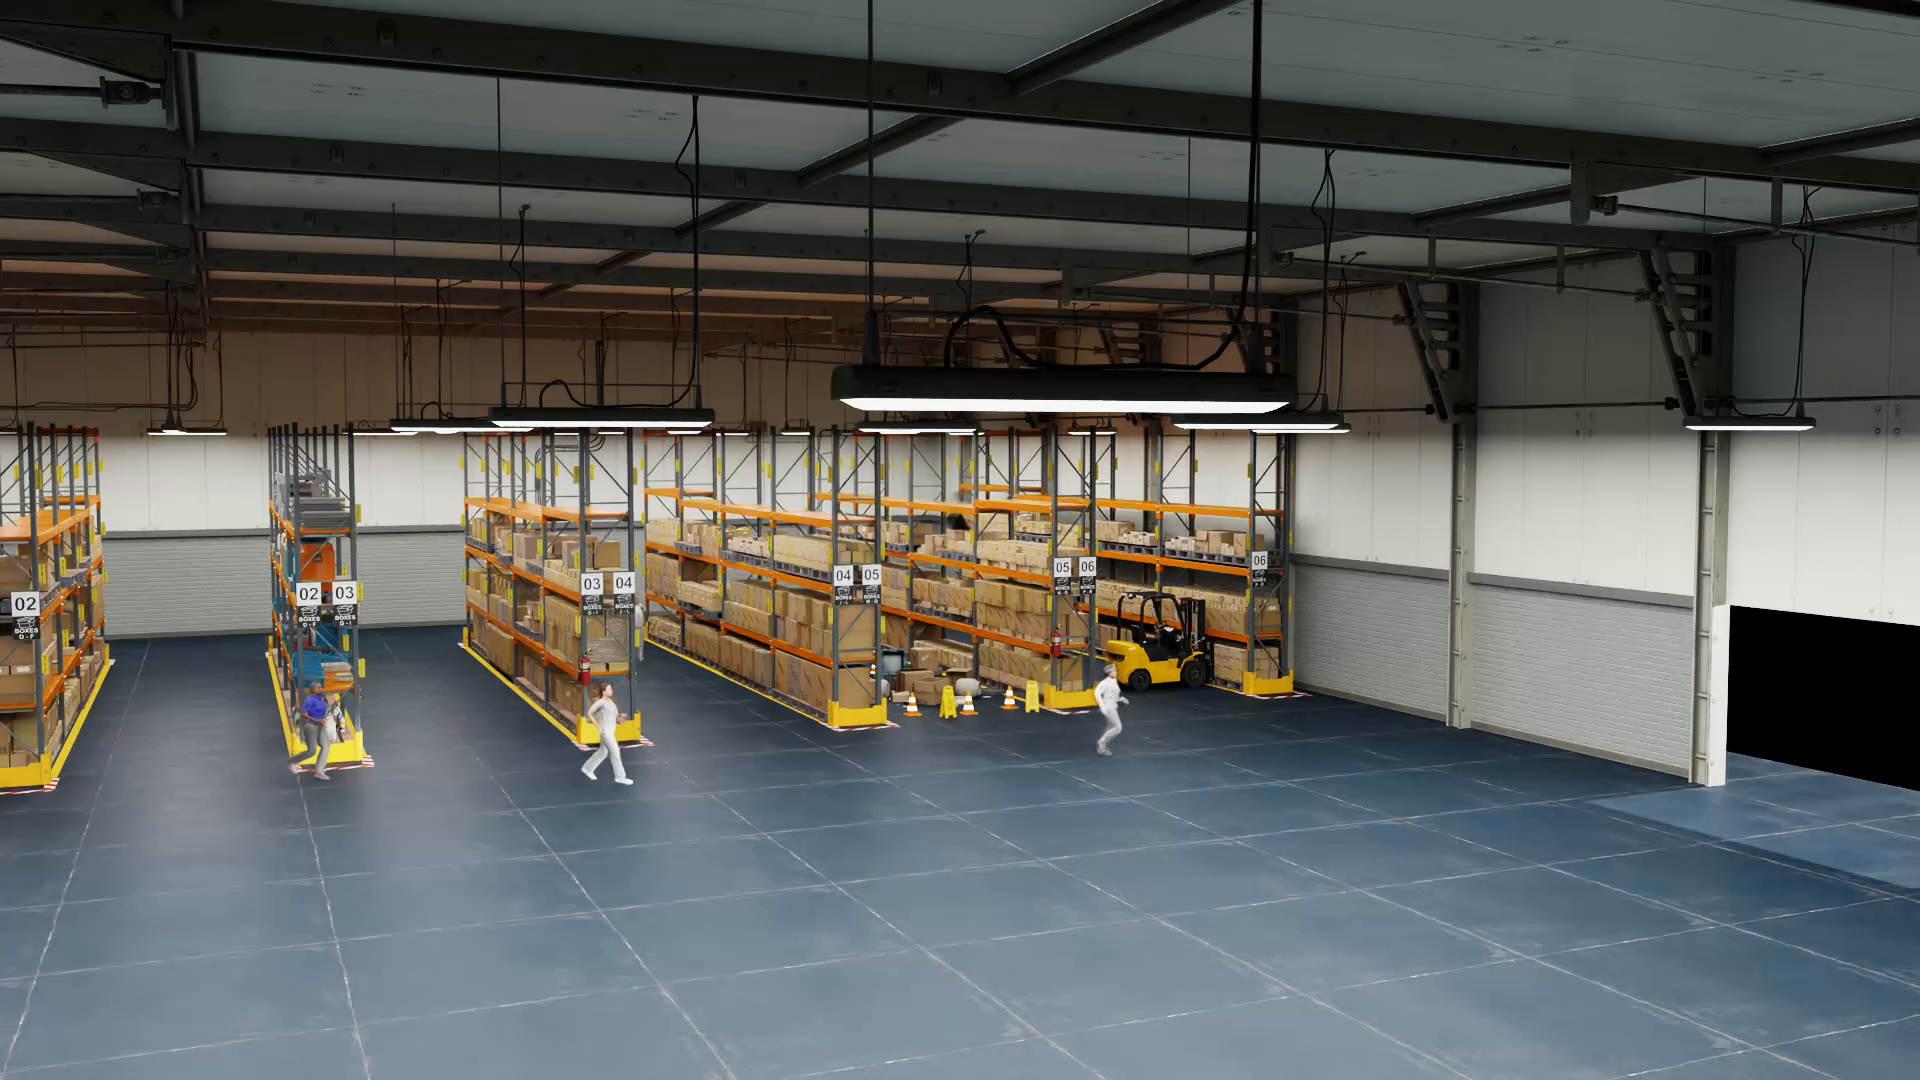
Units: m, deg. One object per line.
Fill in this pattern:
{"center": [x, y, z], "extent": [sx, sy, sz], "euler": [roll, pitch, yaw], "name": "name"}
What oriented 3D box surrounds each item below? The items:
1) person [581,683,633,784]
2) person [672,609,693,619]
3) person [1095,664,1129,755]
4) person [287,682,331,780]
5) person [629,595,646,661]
{"center": [-5.838, 3.177, 27.448], "extent": [0.948, 1.661, 0.567], "euler": [1, 4, 10], "name": "person"}
{"center": [-8.235, 1.839, 49.512], "extent": [0.831, 1.821, 0.700], "euler": [-1, 4, -19], "name": "person"}
{"center": [2.753, 3.052, 30.030], "extent": [0.560, 1.661, 0.623], "euler": [1, 4, 20], "name": "person"}
{"center": [-10.934, 3.207, 28.067], "extent": [0.747, 1.640, 0.594], "euler": [1, 4, 12], "name": "person"}
{"center": [-8.401, 2.261, 43.118], "extent": [0.616, 1.687, 0.925], "euler": [-1, 4, -22], "name": "person"}
